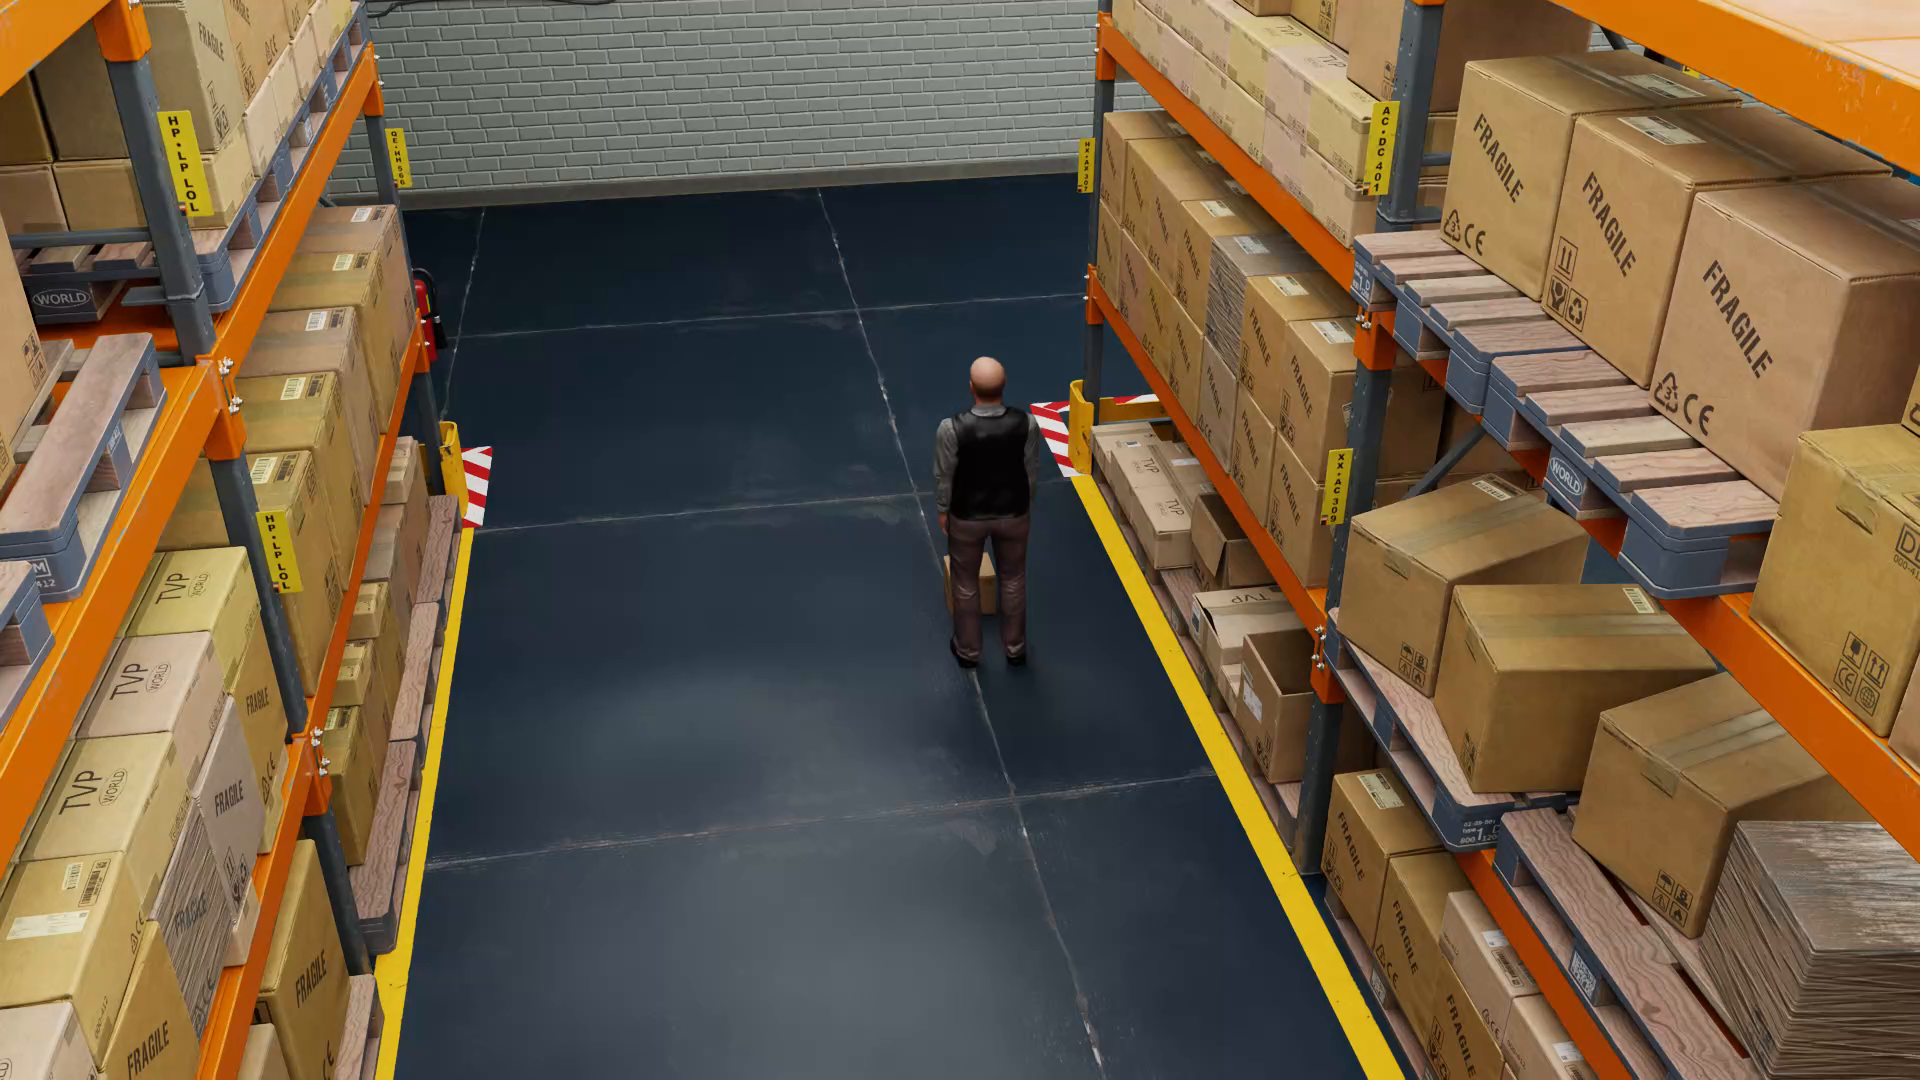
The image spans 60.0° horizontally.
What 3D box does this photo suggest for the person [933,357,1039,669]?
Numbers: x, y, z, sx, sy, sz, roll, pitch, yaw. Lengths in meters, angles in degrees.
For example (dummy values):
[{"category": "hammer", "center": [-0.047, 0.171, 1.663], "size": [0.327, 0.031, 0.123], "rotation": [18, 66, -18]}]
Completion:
[{"category": "person", "center": [0.125, -0.136, 8.402], "size": [0.532, 1.719, 0.360], "rotation": [-5, 31, -8]}]
